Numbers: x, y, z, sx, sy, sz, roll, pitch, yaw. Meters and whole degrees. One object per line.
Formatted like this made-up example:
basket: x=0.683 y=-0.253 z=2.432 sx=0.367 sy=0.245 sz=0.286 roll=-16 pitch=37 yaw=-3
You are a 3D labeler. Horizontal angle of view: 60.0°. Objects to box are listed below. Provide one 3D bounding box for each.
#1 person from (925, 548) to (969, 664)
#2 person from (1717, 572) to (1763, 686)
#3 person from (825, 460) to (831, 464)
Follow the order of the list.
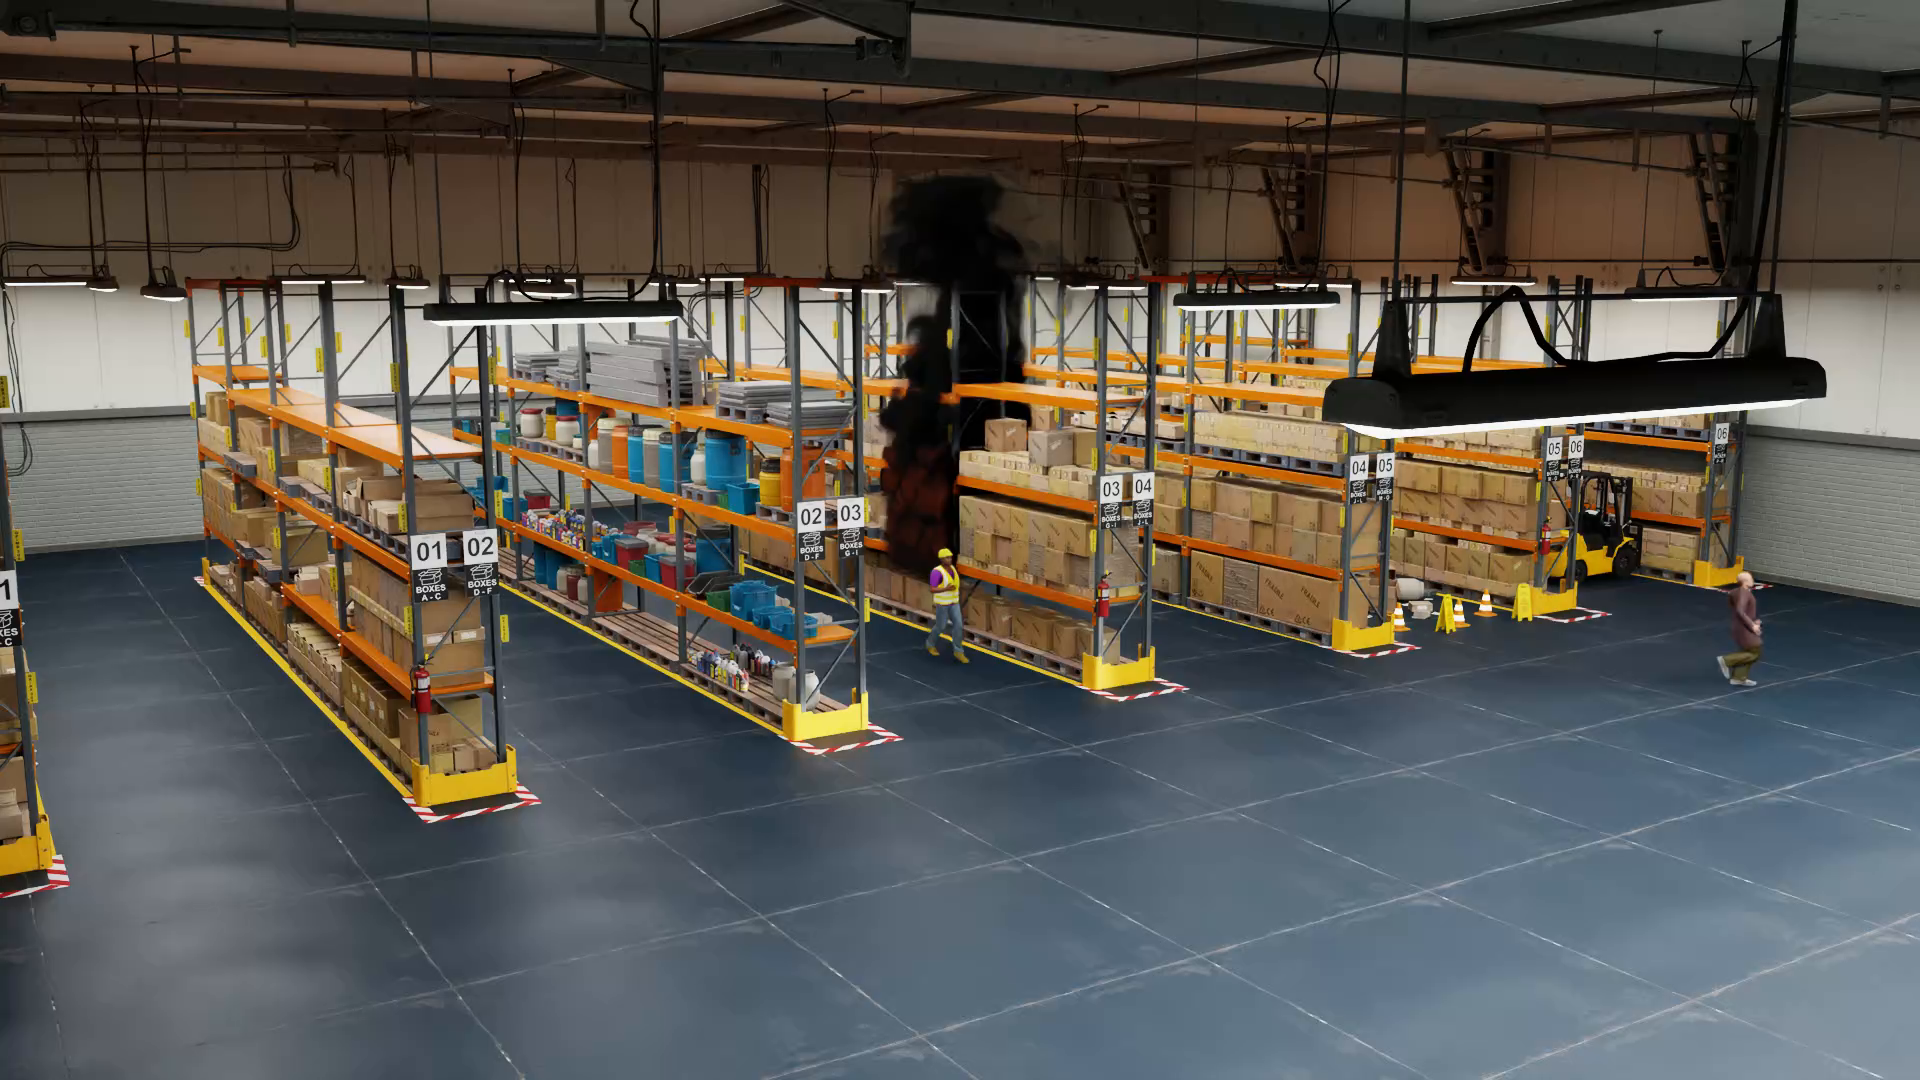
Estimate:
person: x=-0.223 y=1.027 z=26.349 sx=0.683 sy=1.808 sz=0.844 roll=-9 pitch=13 yaw=-42
person: x=11.688 y=1.331 z=24.905 sx=0.643 sy=1.727 sz=0.724 roll=2 pitch=10 yaw=12
person: x=-3.500 y=-1.371 z=41.023 sx=0.691 sy=1.759 sz=0.639 roll=9 pitch=13 yaw=43
